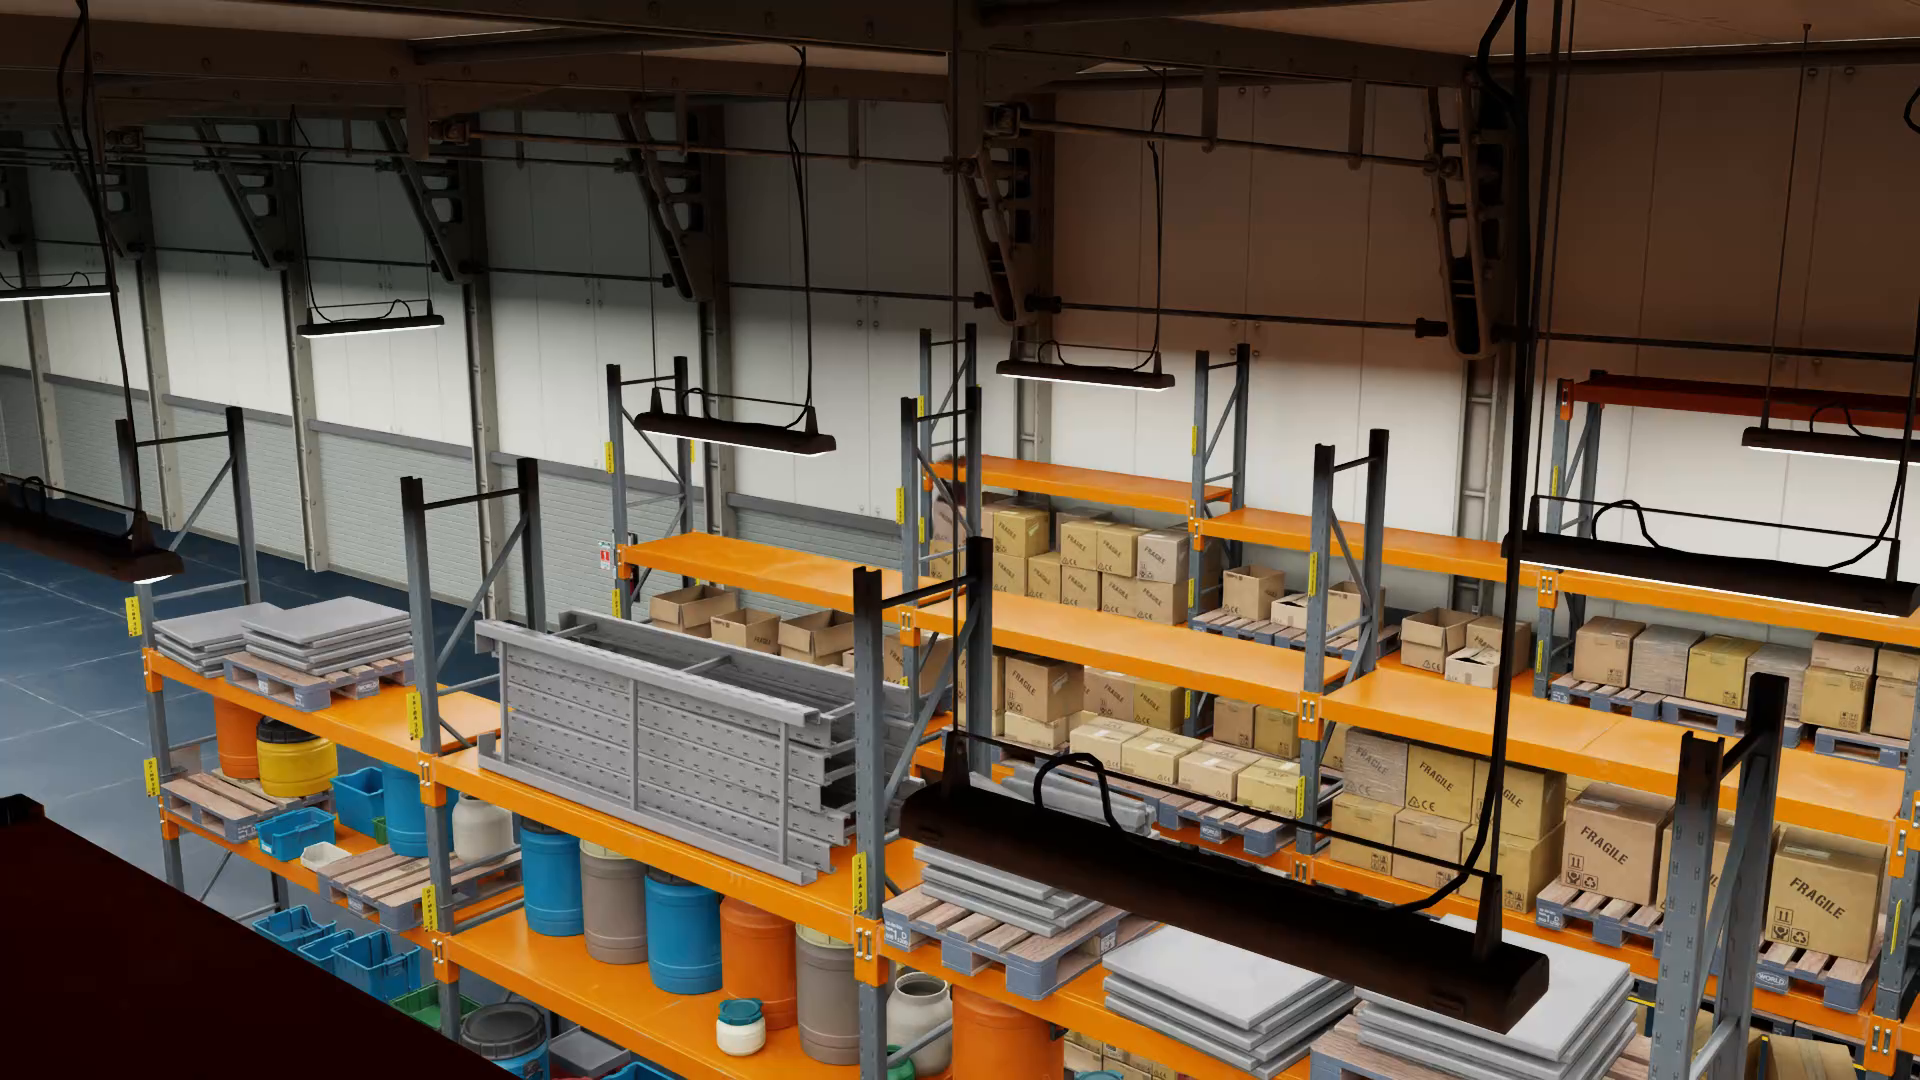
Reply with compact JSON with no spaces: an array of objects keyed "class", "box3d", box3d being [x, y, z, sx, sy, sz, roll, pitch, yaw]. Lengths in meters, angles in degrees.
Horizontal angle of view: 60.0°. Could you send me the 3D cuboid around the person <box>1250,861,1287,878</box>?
[{"class":"person","box3d":[3.155,3.461,17.151,1.022,1.636,0.574,7,15,30]}]
